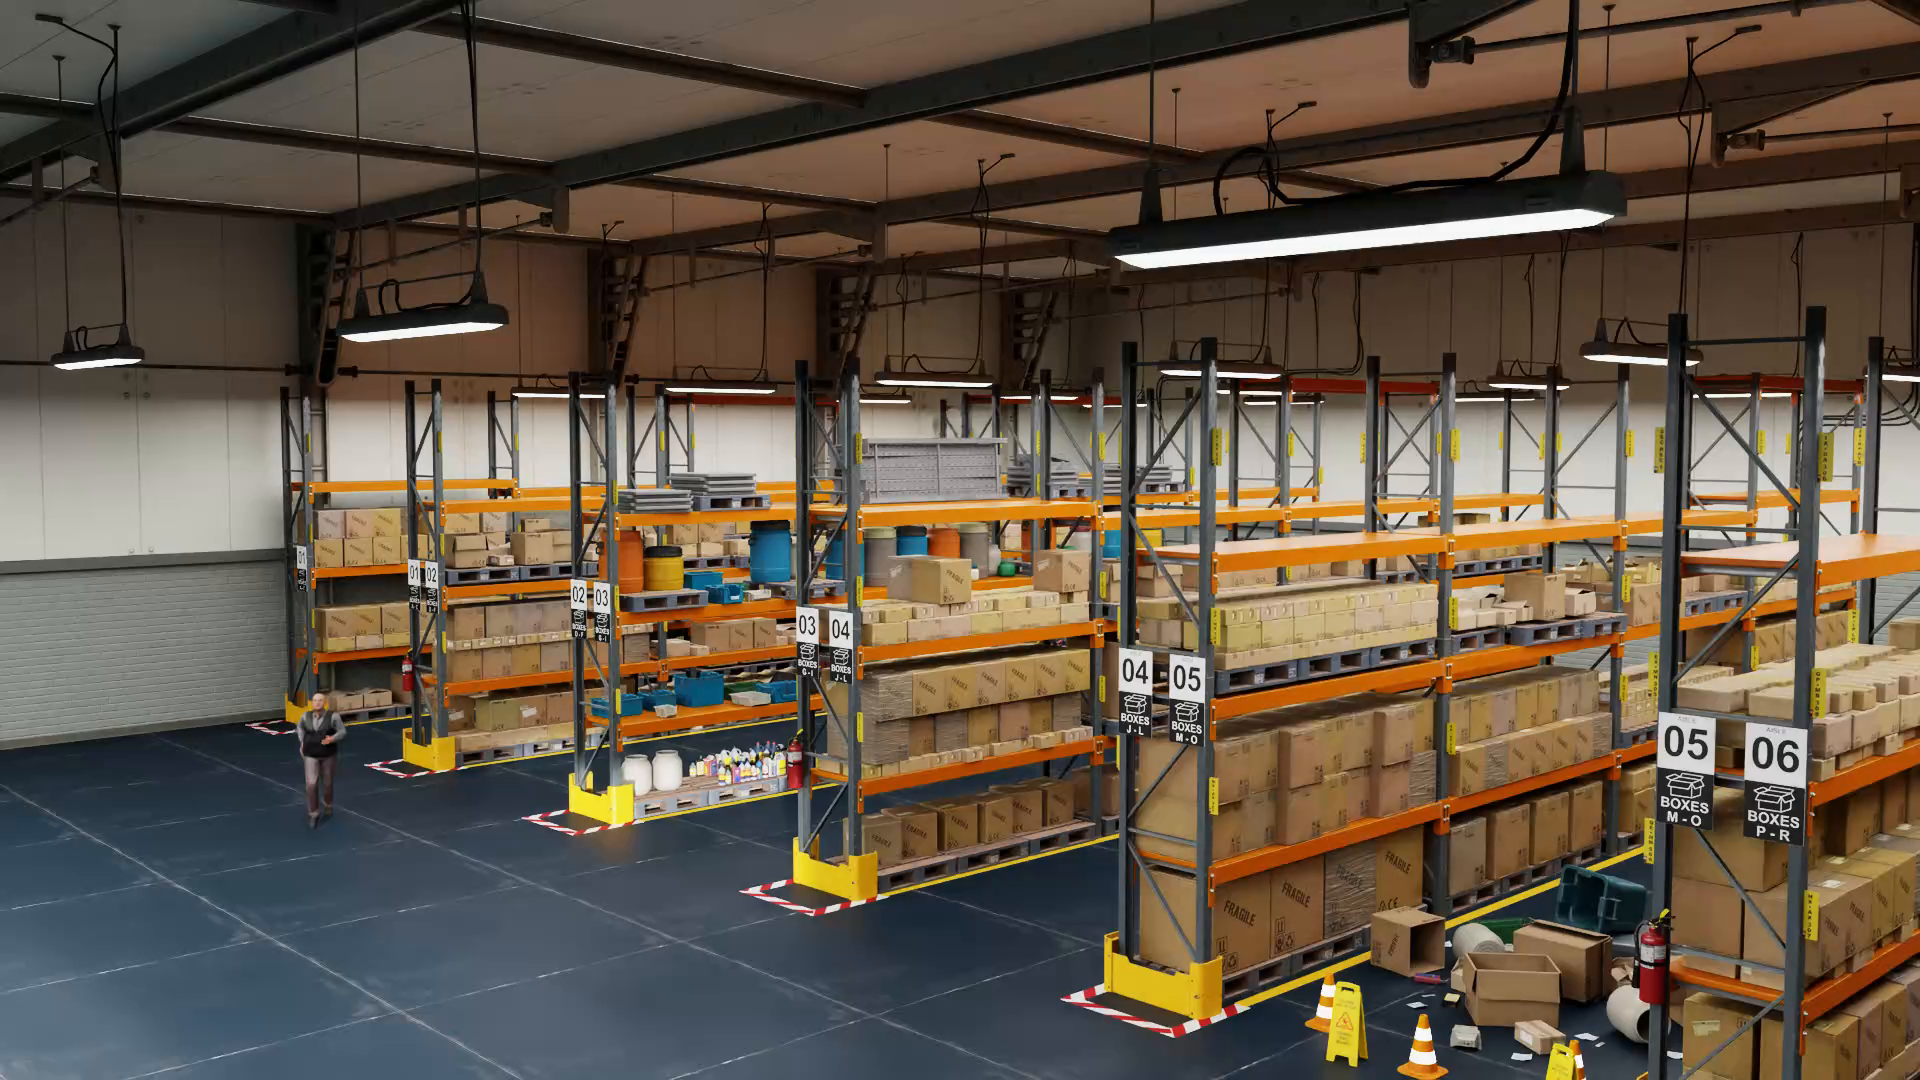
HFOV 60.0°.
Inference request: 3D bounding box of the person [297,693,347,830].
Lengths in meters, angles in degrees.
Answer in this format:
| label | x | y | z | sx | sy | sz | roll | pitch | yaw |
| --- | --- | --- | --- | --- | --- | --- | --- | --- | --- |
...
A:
| label | x | y | z | sx | sy | sz | roll | pitch | yaw |
| --- | --- | --- | --- | --- | --- | --- | --- | --- | --- |
| person | -8.453 | 2.902 | 22.032 | 0.644 | 1.772 | 0.794 | -1 | 4 | -16 |
